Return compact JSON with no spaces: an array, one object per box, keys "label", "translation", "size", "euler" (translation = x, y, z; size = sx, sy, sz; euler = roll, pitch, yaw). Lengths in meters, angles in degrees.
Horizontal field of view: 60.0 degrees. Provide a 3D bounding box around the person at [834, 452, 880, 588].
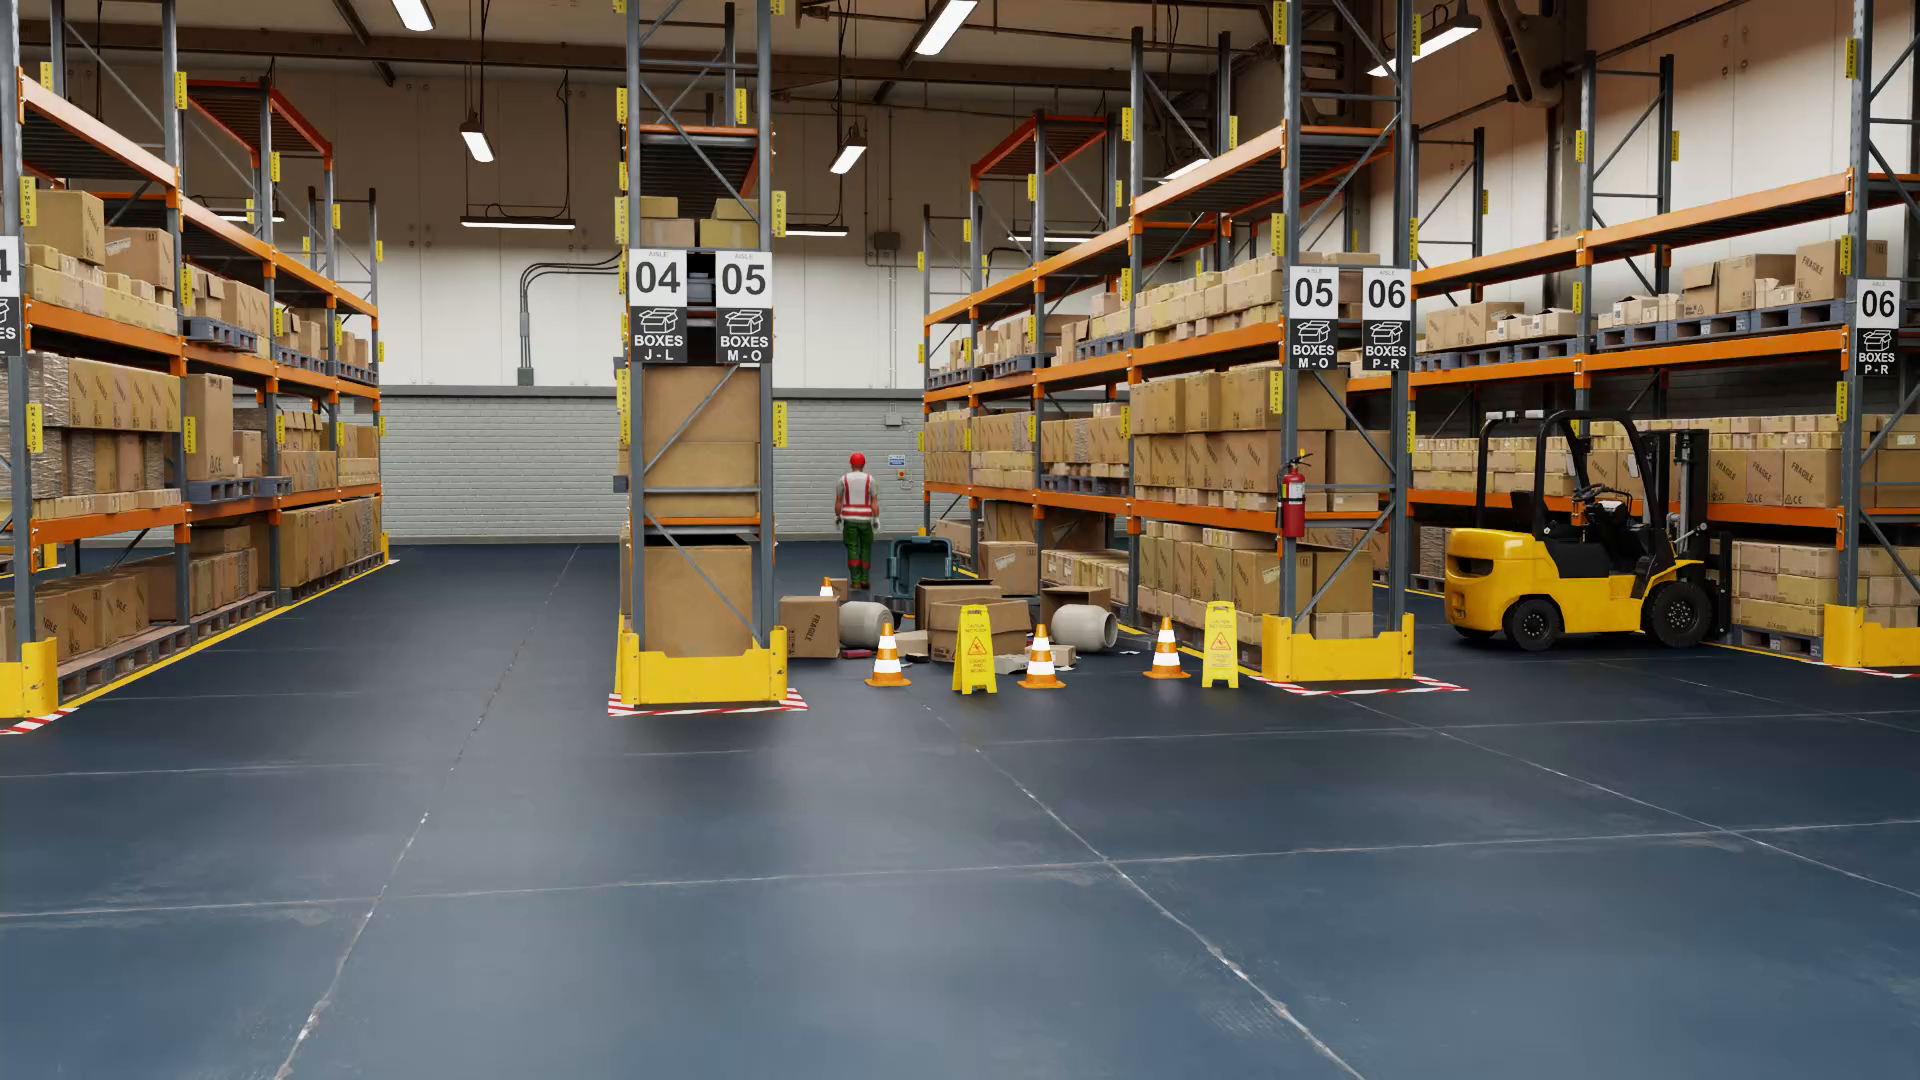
[{"label":"person","translation":[-1.346,-0.263,21.611],"size":[0.570,1.760,0.894],"euler":[0,3,-8]}]
